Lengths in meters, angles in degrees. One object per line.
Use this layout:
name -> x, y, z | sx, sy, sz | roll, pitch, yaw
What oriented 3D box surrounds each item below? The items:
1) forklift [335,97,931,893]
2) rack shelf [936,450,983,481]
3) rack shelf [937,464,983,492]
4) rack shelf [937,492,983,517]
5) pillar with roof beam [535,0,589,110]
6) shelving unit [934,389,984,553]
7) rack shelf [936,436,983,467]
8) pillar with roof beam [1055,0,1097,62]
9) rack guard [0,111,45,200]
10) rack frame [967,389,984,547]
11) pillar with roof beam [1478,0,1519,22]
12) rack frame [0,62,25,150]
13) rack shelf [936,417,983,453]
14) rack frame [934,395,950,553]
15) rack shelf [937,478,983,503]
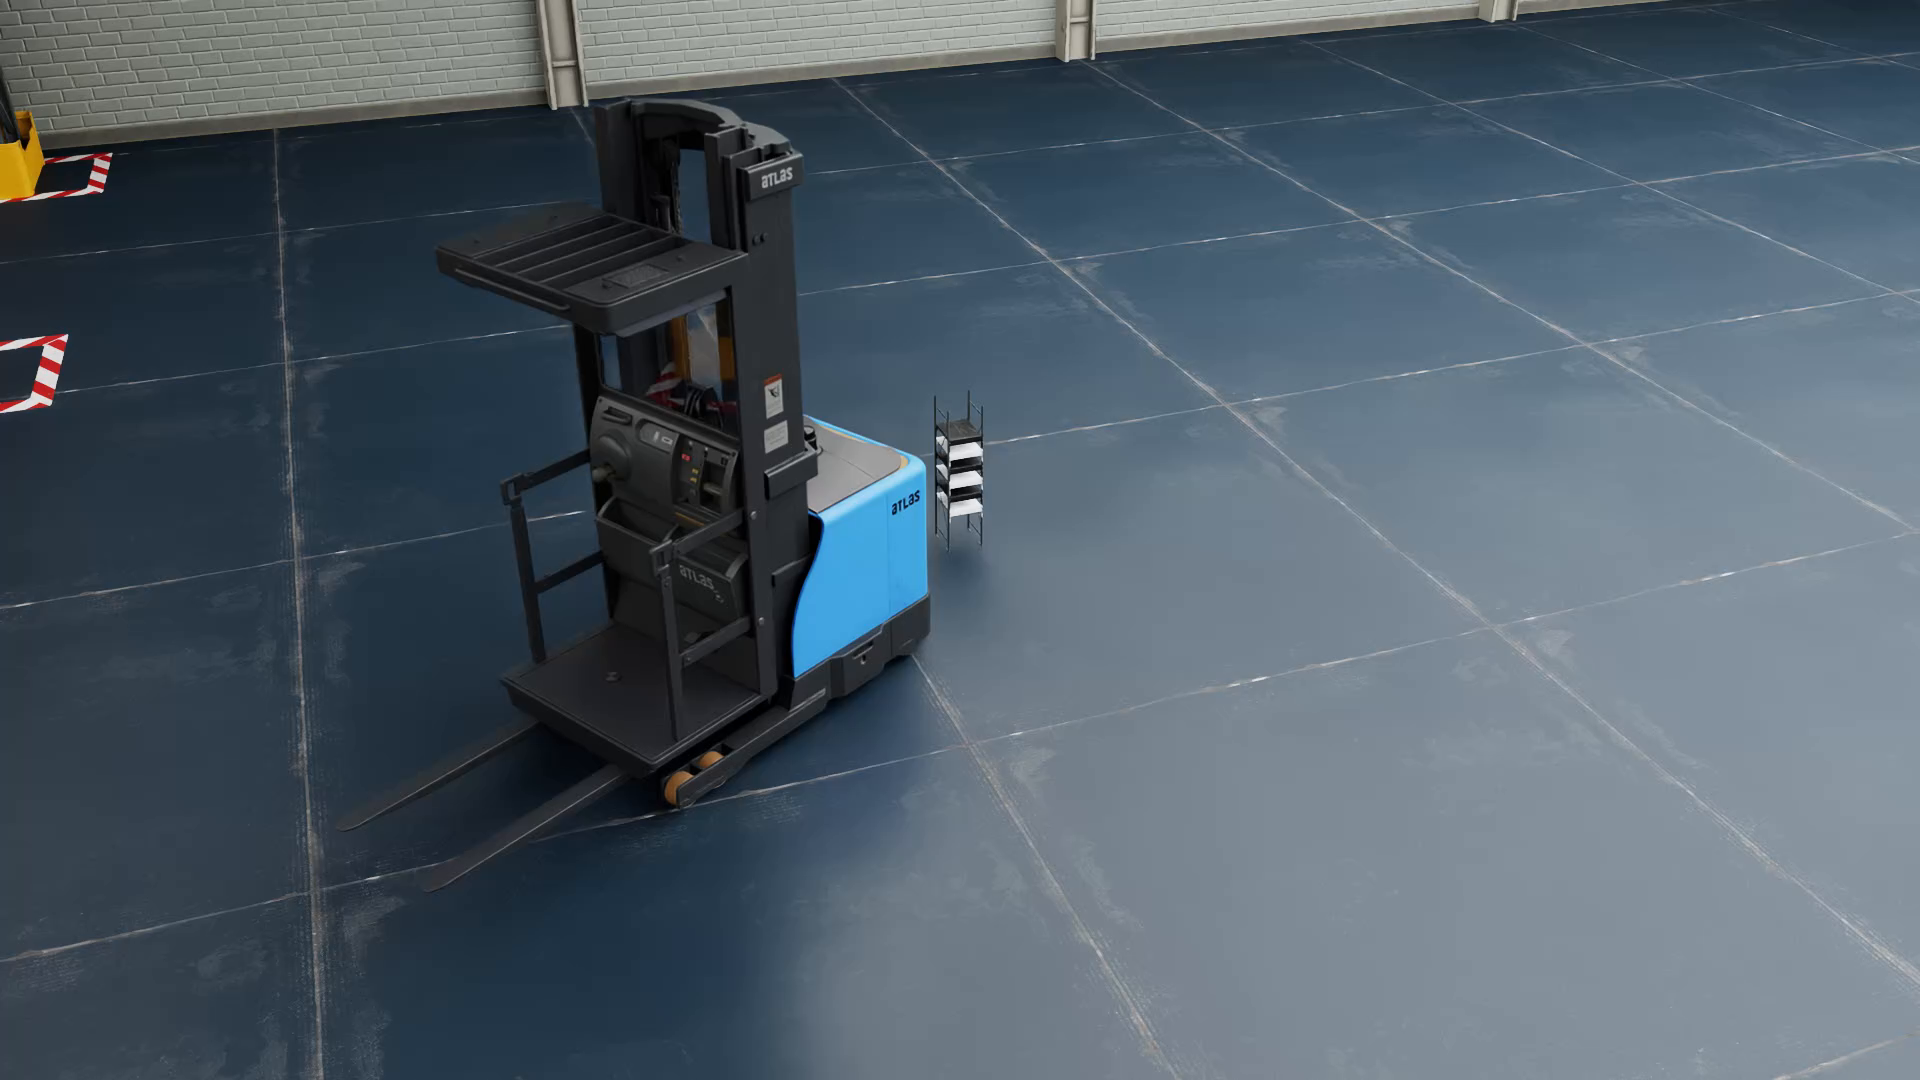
forklift -> -1.473, -0.327, 7.363 | 1.130, 2.935, 3.031 | 22, 36, 33
rack shelf -> -0.008, -0.439, 9.497 | 0.200, 0.077, 0.258 | -10, 31, -18
rack shelf -> -0.008, -0.361, 9.541 | 0.200, 0.077, 0.258 | -10, 31, -18
rack shelf -> -0.008, -0.204, 9.630 | 0.200, 0.077, 0.258 | -10, 31, -18
pillar with roof beam -> -2.752, -6.640, 12.314 | 0.400, 9.000, 9.100 | -10, 31, -18
shelving unit -> -0.008, -0.390, 9.525 | 0.210, 0.900, 0.258 | -10, 31, -18
rack shelf -> -0.008, -0.517, 9.452 | 0.200, 0.077, 0.258 | -10, 31, -18
pillar with roof beam -> 2.872, -7.675, 14.131 | 0.400, 9.000, 9.100 | -10, 31, -18
rack guard -> -8.887, -3.615, 15.590 | 0.348, 0.500, 1.175 | -10, 31, -18
rack frame -> 0.088, -0.407, 9.556 | 0.006, 0.900, 0.240 | -10, 31, -18
pillar with roof beam -> 8.495, -8.711, 15.949 | 0.400, 9.000, 9.100 | -10, 31, -18
rack frame -> -8.909, -4.697, 14.964 | 0.127, 3.000, 1.000 | -10, 31, -18
rack shelf -> -0.008, -0.595, 9.408 | 0.200, 0.077, 0.258 | -10, 31, -18
rack frame -> -0.103, -0.372, 9.494 | 0.006, 0.900, 0.240 | -10, 31, -18
rack shelf -> -0.008, -0.282, 9.586 | 0.200, 0.077, 0.258 | -10, 31, -18
